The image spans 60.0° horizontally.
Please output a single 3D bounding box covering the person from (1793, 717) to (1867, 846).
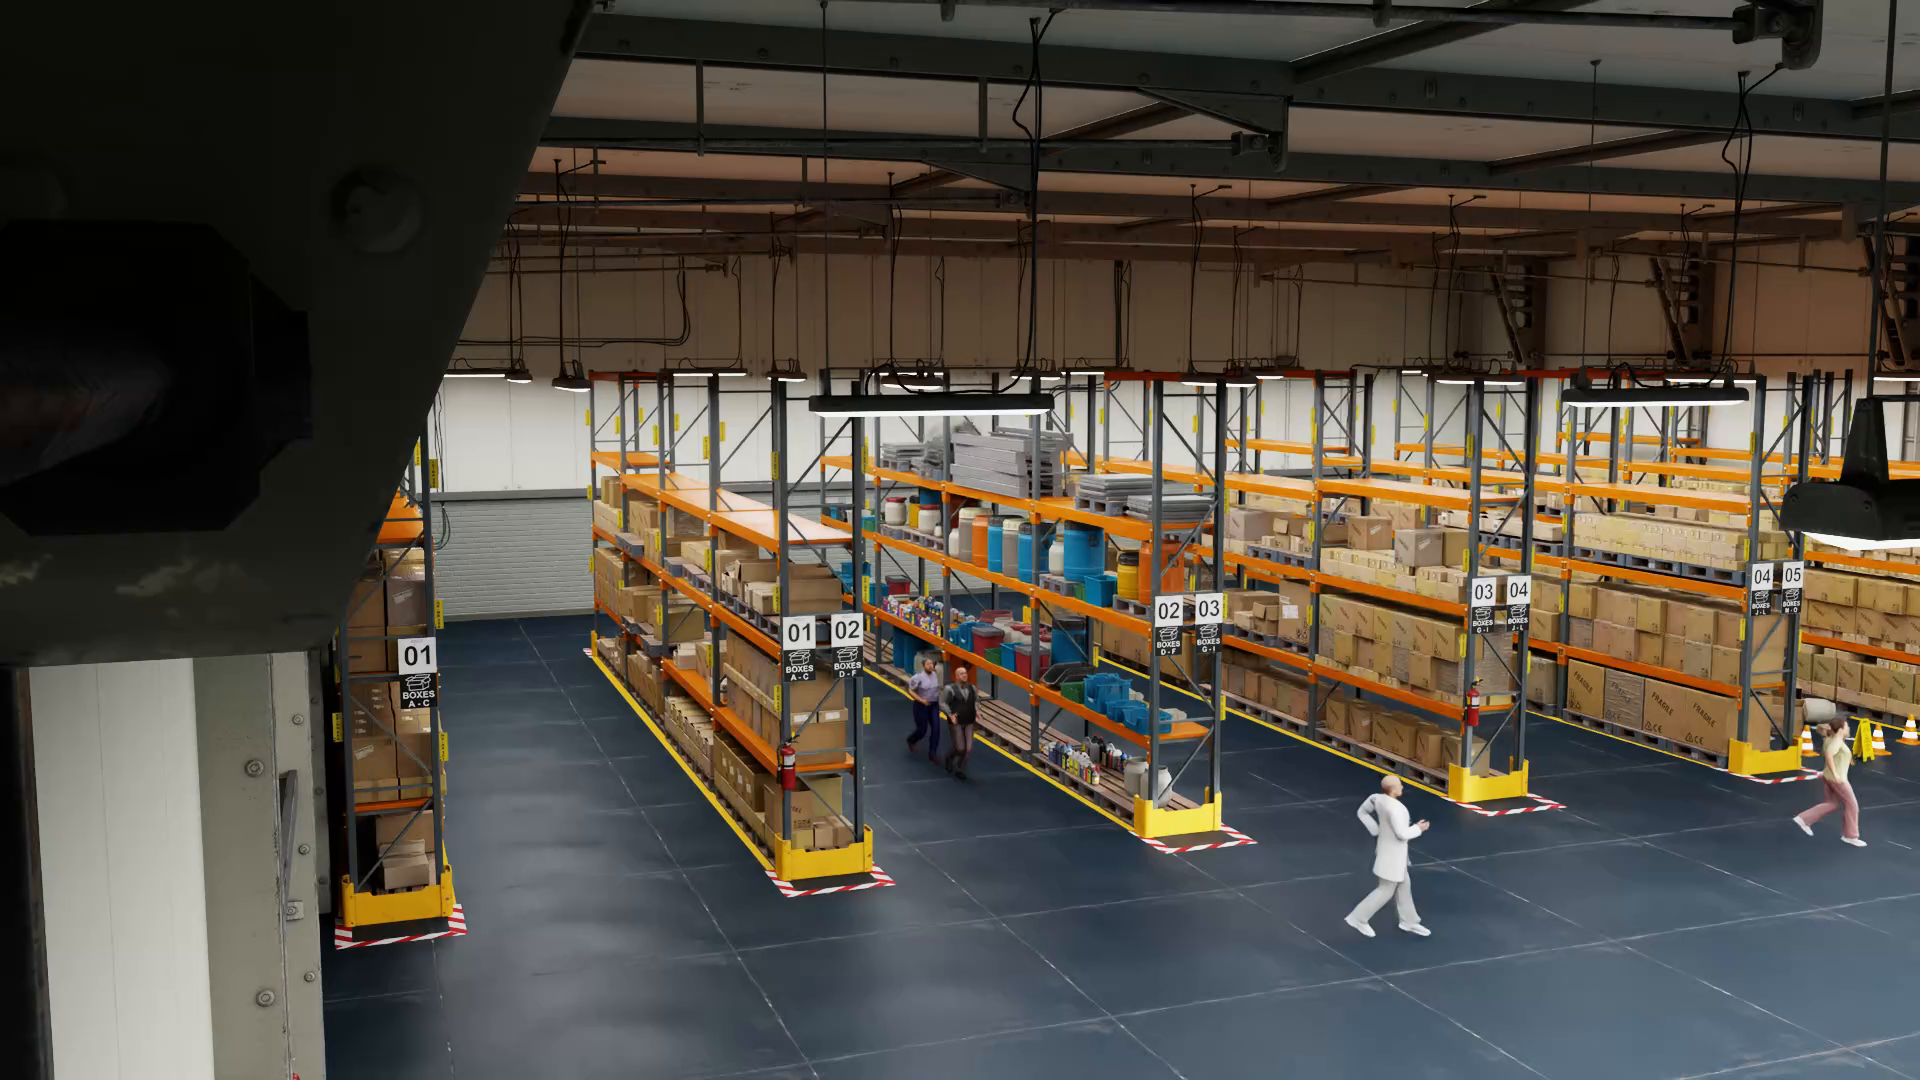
[{"bbox_3d":[11.299,3.115,21.524,0.886,1.676,0.606,1,6,10],"label":"person"}]

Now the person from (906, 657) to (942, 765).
[{"bbox_3d":[-0.542,2.644,25.969,0.611,1.634,0.816,-4,7,-31],"label":"person"}]

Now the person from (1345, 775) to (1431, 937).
[{"bbox_3d":[4.648,3.421,17.939,0.981,1.804,0.698,0,6,-1],"label":"person"}]

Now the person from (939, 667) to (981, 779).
[{"bbox_3d":[0.025,2.732,24.806,0.643,1.674,0.576,-3,7,-27],"label":"person"}]
